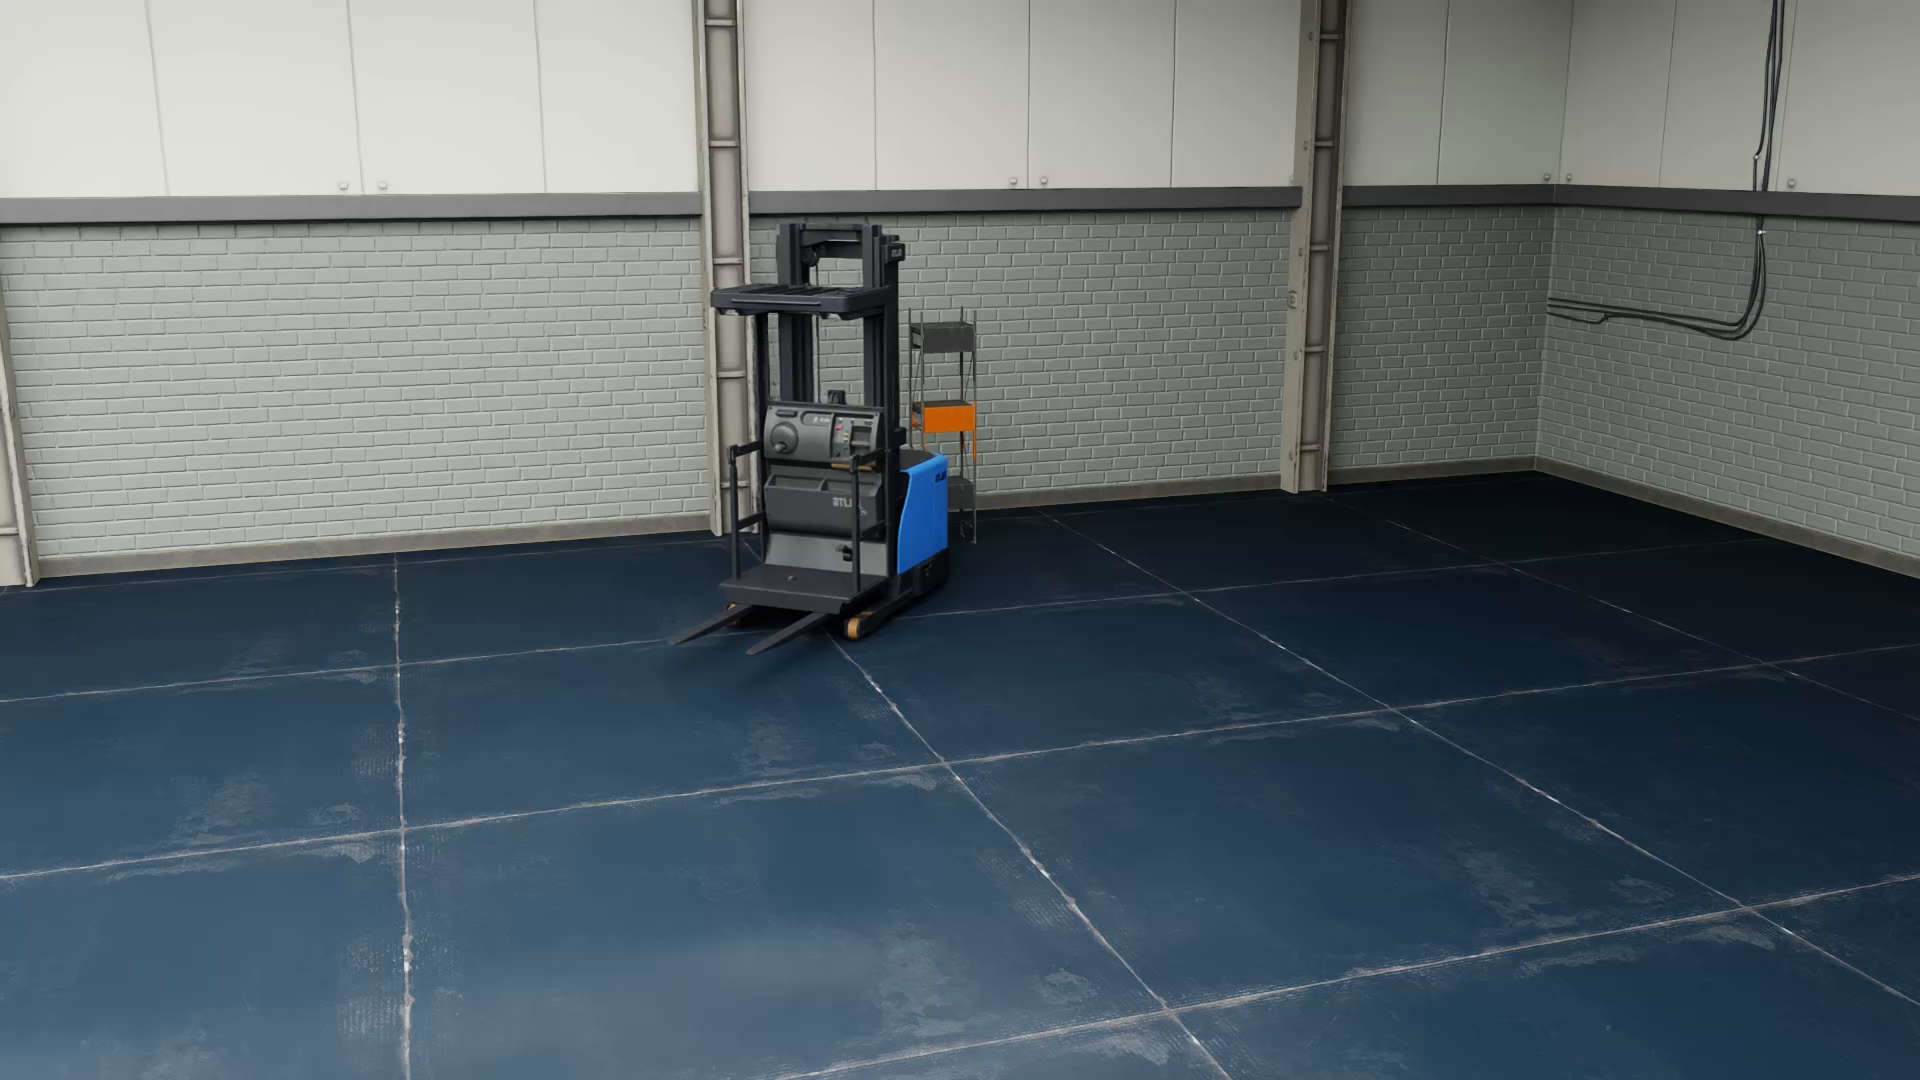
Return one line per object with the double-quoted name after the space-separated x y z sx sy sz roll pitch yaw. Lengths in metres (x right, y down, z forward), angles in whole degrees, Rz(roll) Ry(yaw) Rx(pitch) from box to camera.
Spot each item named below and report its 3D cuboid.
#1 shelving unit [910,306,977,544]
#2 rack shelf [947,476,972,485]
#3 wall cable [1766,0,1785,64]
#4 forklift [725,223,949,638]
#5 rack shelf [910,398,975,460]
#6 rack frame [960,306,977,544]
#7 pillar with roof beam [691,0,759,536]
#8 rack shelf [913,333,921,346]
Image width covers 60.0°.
-0.151 -1.010 14.850 0.492 2.100 0.431 -4 14 -18 "shelving unit"
-0.157 -0.448 14.982 0.457 0.174 0.368 -4 14 -18 "rack shelf"
7.658 -5.187 13.300 0.112 2.526 3.097 -4 14 -18 "wall cable"
-1.108 -0.806 12.199 1.130 2.935 3.031 5 14 21 "forklift"
-0.157 -0.996 14.852 0.480 0.518 0.431 -4 14 -18 "rack shelf"
0.074 -1.027 14.924 0.015 2.100 0.400 -4 14 -18 "rack frame"
-0.732 -3.520 10.493 0.400 9.000 9.100 -4 14 -18 "pillar with roof beam"
-0.157 -1.774 14.666 0.442 0.100 0.332 -4 14 -18 "rack shelf"
